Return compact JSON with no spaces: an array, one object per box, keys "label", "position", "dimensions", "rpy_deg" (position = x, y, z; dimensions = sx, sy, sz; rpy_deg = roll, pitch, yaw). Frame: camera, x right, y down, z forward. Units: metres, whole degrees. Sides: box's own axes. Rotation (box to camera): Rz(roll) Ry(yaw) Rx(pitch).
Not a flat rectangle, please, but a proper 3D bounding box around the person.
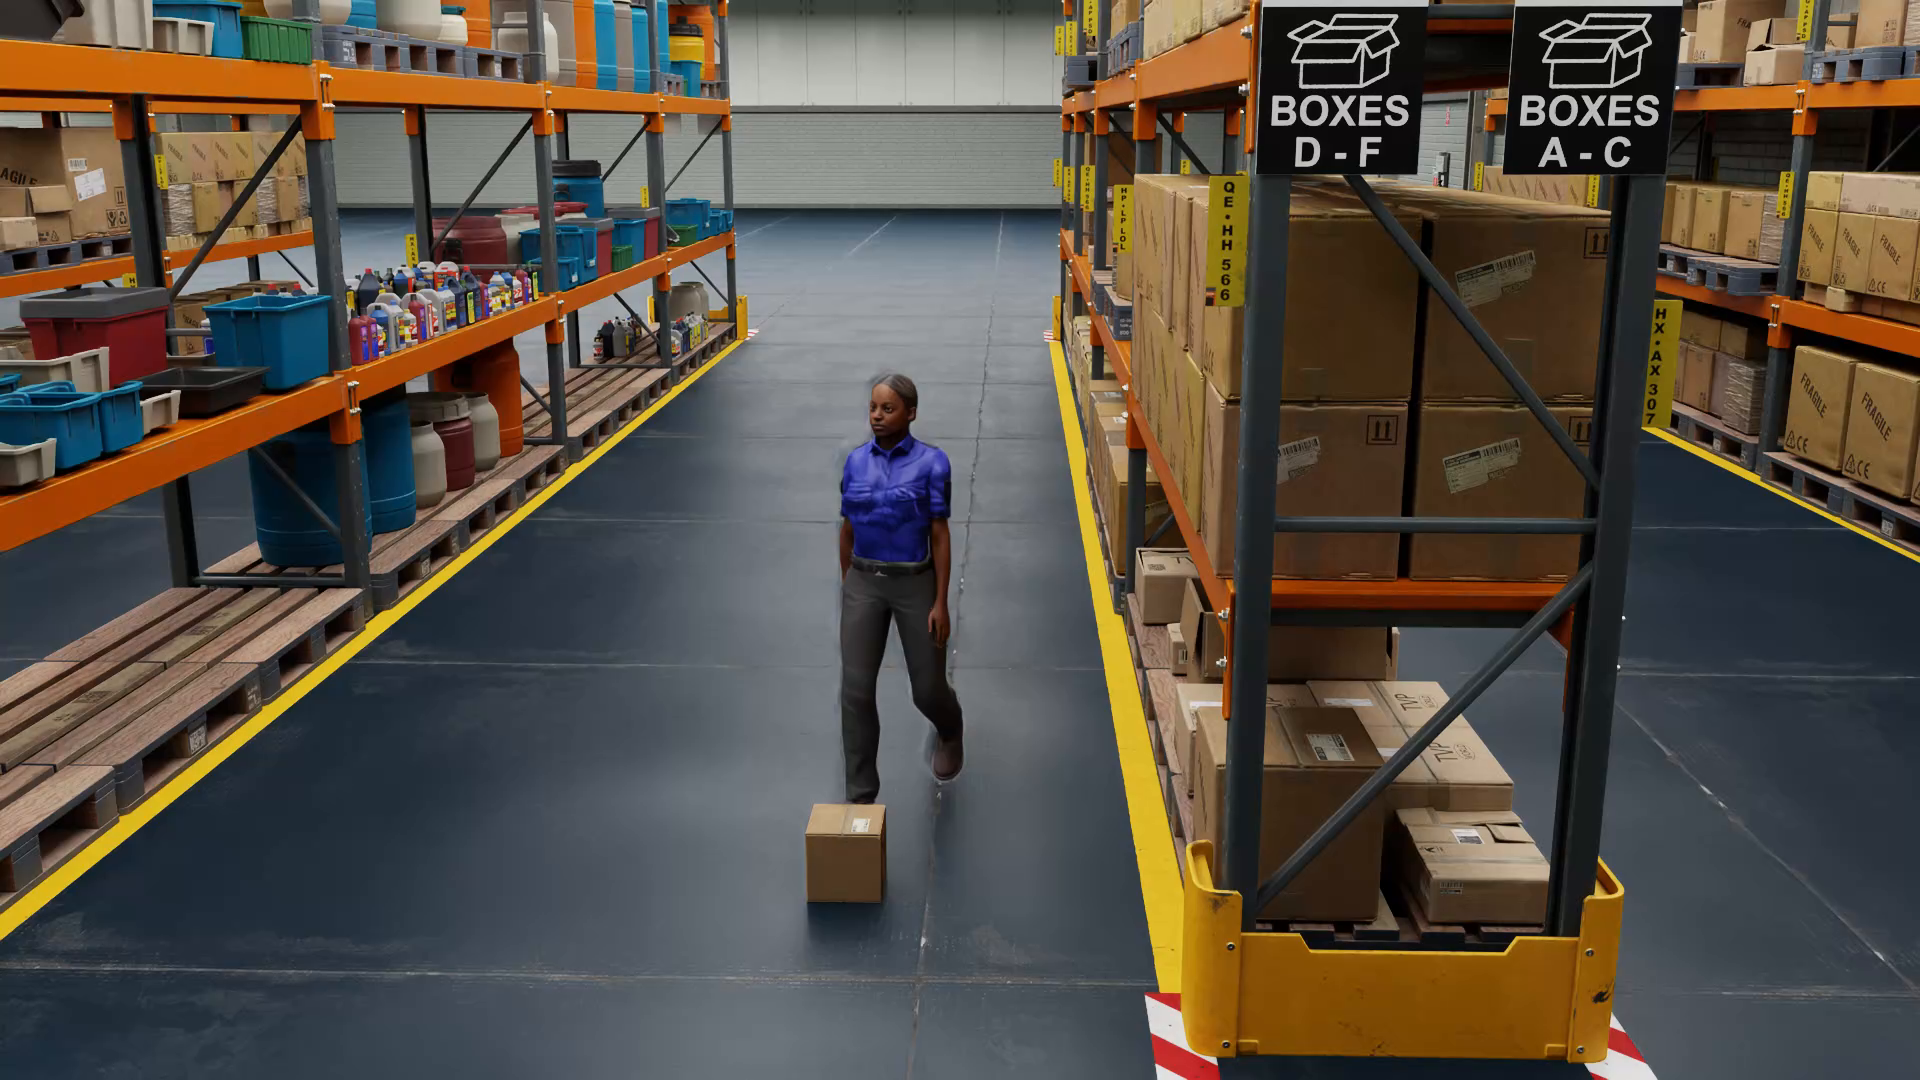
[{"label":"person","position":[-0.246,0.207,6.112],"dimensions":[0.458,1.625,0.755],"rpy_deg":[3,14,13]}]
